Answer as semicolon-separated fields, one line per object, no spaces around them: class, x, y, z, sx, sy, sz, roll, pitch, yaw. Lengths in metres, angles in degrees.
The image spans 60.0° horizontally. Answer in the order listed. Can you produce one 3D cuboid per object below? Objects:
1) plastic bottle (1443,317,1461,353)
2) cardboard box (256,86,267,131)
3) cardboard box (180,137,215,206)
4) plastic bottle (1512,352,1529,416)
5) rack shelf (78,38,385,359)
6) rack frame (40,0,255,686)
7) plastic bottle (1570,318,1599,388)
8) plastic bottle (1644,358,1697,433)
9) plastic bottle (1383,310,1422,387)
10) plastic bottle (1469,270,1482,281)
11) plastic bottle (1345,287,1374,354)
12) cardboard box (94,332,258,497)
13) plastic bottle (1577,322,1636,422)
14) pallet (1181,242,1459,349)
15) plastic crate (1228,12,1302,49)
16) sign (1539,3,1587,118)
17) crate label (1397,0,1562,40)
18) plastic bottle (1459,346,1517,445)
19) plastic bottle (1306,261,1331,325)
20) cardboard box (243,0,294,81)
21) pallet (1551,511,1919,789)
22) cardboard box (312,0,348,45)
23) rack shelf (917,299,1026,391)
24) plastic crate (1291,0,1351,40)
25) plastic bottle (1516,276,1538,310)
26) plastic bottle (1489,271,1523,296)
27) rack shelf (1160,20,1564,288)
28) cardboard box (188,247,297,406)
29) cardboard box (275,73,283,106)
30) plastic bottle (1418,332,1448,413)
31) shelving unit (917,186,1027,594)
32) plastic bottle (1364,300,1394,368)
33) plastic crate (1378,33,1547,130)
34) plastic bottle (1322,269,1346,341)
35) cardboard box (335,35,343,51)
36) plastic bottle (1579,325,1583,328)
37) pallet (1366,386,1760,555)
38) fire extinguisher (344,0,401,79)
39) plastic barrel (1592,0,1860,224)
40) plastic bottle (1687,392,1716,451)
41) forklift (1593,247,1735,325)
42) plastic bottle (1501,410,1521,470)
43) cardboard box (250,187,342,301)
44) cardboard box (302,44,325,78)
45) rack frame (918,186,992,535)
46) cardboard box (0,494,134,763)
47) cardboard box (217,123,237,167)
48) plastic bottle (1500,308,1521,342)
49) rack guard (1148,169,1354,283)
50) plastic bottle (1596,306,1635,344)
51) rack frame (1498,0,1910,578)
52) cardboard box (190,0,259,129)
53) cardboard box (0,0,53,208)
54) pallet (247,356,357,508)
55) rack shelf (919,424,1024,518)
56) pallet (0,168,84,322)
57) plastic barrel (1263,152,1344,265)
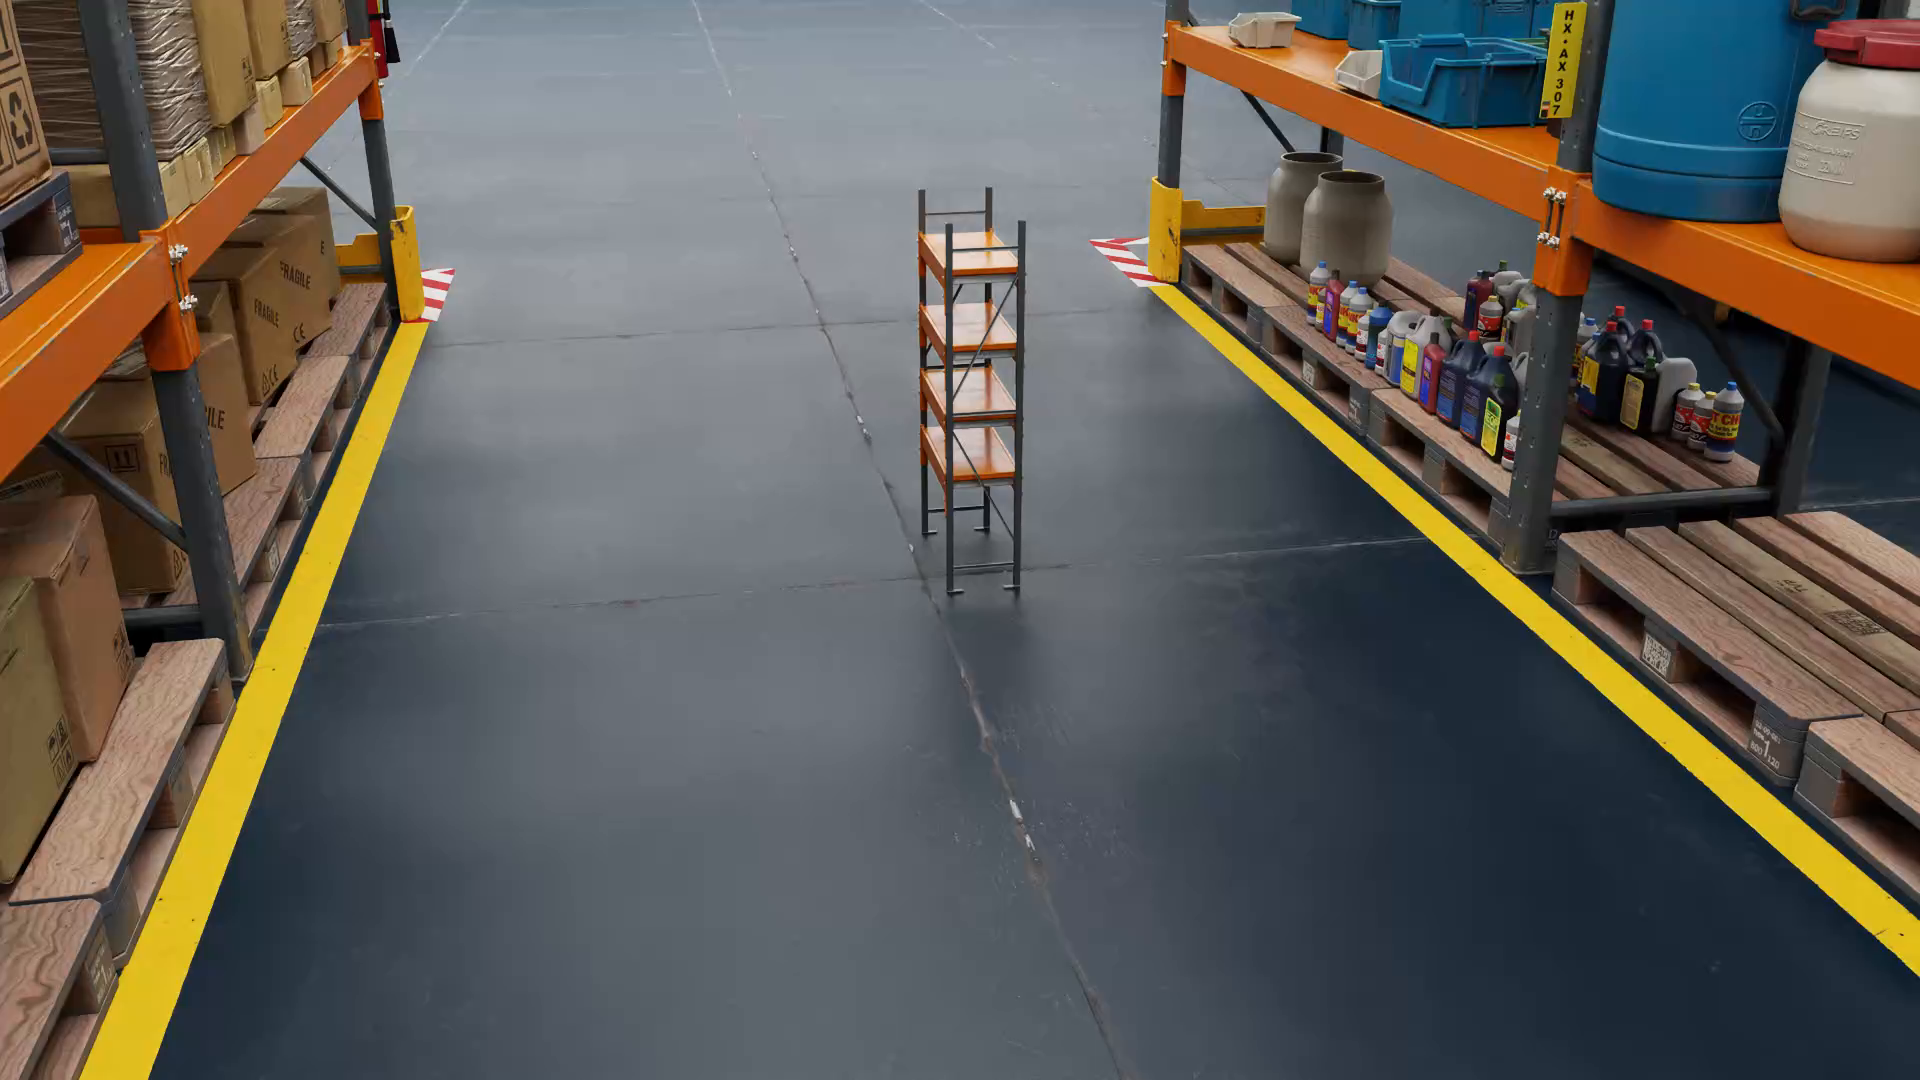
plastic bottle;1.906;-0.720;6.494;0.061;0.283;0.133;-4;24;-10
cardboard box;-2.560;-1.426;5.580;0.380;0.149;0.250;-4;24;-10
cardboard box;-2.338;-1.035;4.686;0.380;0.149;0.250;-4;24;-10
plastic bottle;2.047;-0.541;6.001;0.144;0.351;0.185;-4;24;-10
rack shelf;-2.930;-1.401;6.109;1.077;0.370;4.000;-4;24;-10
rack frame;-2.560;-0.944;4.164;1.000;3.000;0.127;-4;24;-10
plastic bottle;2.467;-0.739;6.555;0.097;0.271;0.097;0;24;0
plastic bottle;2.593;-0.547;6.108;0.152;0.276;0.135;-3;24;-8
plastic bottle;1.784;-0.763;6.602;0.152;0.276;0.135;-4;24;-9
plastic bottle;2.338;-1.113;7.498;0.097;0.201;0.097;0;24;0
plastic bottle;1.679;-0.925;6.979;0.097;0.271;0.097;0;24;0
cardboard box;-2.708;-0.376;5.462;0.500;0.500;0.500;3;24;7
plastic bottle;2.424;-0.636;6.218;0.144;0.351;0.185;-4;24;-10
pallet;1.773;-1.260;8.371;1.003;0.211;1.213;-4;24;-10
plastic crate;1.417;-2.387;7.798;0.298;0.136;0.250;-4;24;-10
sign;1.765;-1.401;4.864;0.100;0.325;0.005;-4;24;-10
crate label;2.174;-2.196;6.987;0.502;0.435;0.616;-4;24;-10
plastic bottle;1.905;-0.530;5.976;0.144;0.351;0.185;-5;24;-11
plastic bottle;1.597;-1.099;7.378;0.097;0.271;0.097;0;24;0
cardboard box;-2.884;-1.896;5.847;0.875;0.500;0.500;-4;24;-10
pallet;2.491;0.273;4.861;1.003;0.211;1.213;-4;24;-10
cardboard box;-3.015;-2.293;6.757;0.875;0.500;0.500;-4;24;-10
rack shelf;0.031;-0.628;5.298;0.258;0.148;0.480;-4;24;-10
plastic crate;1.954;-2.641;8.235;0.499;0.251;0.616;-4;24;-10
plastic bottle;2.418;-0.961;6.963;0.144;0.351;0.185;-3;24;-8
plastic bottle;2.358;-1.046;7.251;0.152;0.276;0.135;-4;24;-9
rack shelf;1.937;-1.768;6.948;1.077;0.370;4.000;-4;24;-10
cardboard box;-2.960;-0.837;6.518;0.500;0.500;0.500;-2;24;-5
cardboard box;-2.686;-1.620;6.025;0.380;0.149;0.250;-4;24;-10
plastic bottle;1.798;-0.636;6.302;0.061;0.283;0.133;-3;24;-6
shelving unit;0.031;-0.485;5.361;0.258;1.200;0.503;-4;24;-10
plastic bottle;1.716;-0.845;6.797;0.097;0.271;0.097;0;24;0
plastic crate;1.836;-1.658;5.984;0.499;0.251;0.616;-4;24;-10
plastic bottle;1.621;-1.014;7.169;0.061;0.283;0.133;-4;24;-9
cardboard box;-3.044;-2.305;7.595;0.380;0.149;0.250;-4;24;-10
plastic bottle;2.502;-0.765;6.701;0.097;0.201;0.097;0;24;0
pallet;2.224;-0.300;6.173;1.003;0.211;1.213;-4;24;-10
fire extinguisher;-2.868;-2.561;7.963;0.296;0.674;0.183;-4;24;-10
plastic barrel;2.081;-1.366;4.504;0.600;0.901;0.708;-4;24;-10
plastic bottle;2.660;-0.428;5.928;0.097;0.201;0.097;0;24;0
forklift;4.141;-2.543;7.910;1.130;2.935;3.031;-3;24;-8
plastic bottle;1.934;-0.350;5.749;0.097;0.201;0.097;0;24;0
cardboard box;-3.201;-1.318;7.617;0.500;0.500;0.500;0;24;0
cardboard box;-2.871;-2.013;6.925;0.380;0.149;0.250;-4;24;-10
rack frame;-0.015;-0.581;5.581;0.240;1.200;0.015;-4;24;-10
cardboard box;-2.468;0.243;4.019;0.700;0.500;0.500;-6;24;-14
cardboard box;-2.467;-1.229;5.130;0.380;0.149;0.250;-4;24;-10
plastic bottle;2.307;-0.867;6.933;0.097;0.201;0.097;0;24;0
rack guard;1.628;-1.712;9.045;1.175;0.500;0.348;-4;24;-10
plastic bottle;2.531;-0.721;6.413;0.144;0.351;0.185;-5;24;-12
rack frame;2.307;-1.311;5.003;1.000;3.000;0.127;-4;24;-10
cardboard box;-2.641;-1.507;4.956;0.875;0.500;0.500;-4;24;-10
cardboard box;-2.551;-1.089;3.220;1.000;1.000;1.000;-4;24;-9
pallet;-2.948;-0.409;6.422;1.003;0.211;1.213;-4;24;-10
rack shelf;0.031;-0.241;5.467;0.258;0.148;0.480;-4;24;-10
pallet;-2.562;-0.545;3.489;1.003;0.211;1.213;-4;24;-10
plastic barrel;1.764;-1.683;8.440;0.421;0.512;0.421;0;24;0
